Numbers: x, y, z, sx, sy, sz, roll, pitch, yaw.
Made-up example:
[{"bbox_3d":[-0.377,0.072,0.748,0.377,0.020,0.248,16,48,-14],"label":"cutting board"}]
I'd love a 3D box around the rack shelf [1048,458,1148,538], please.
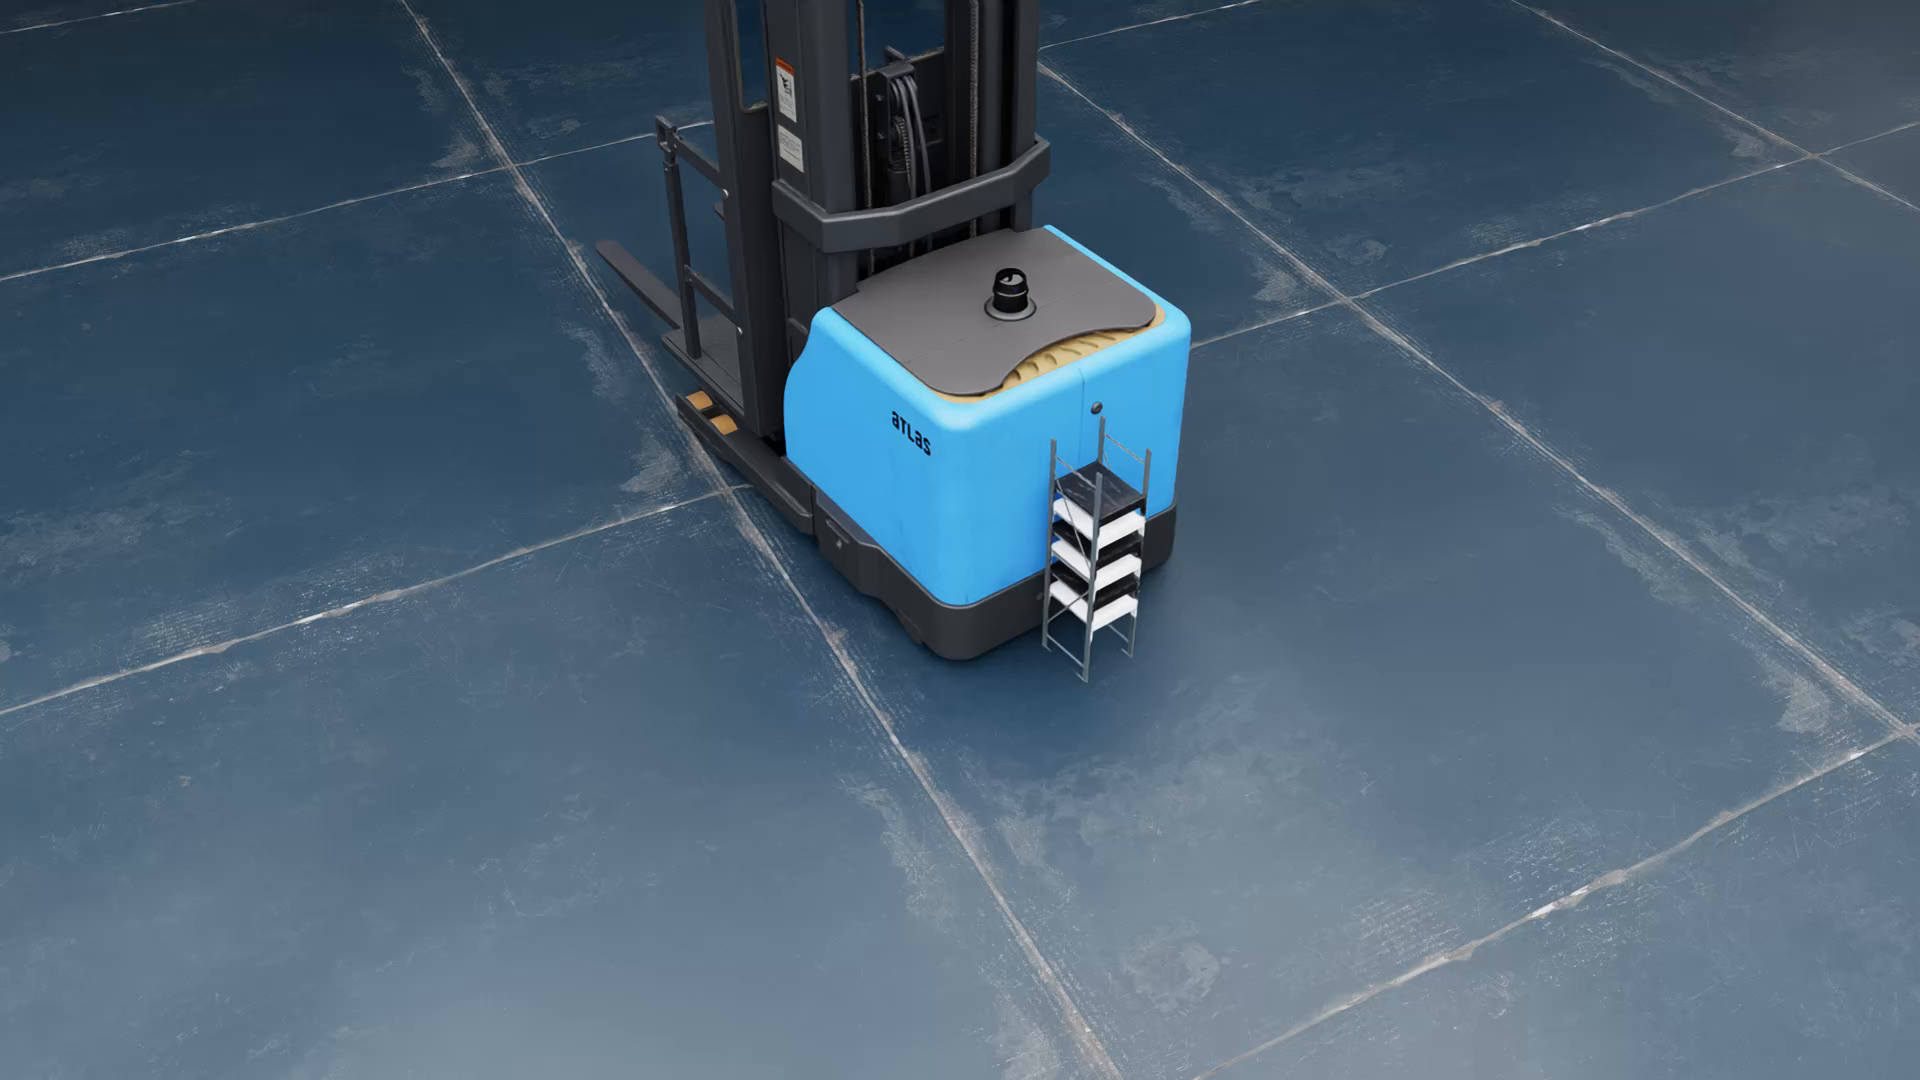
[{"bbox_3d":[0.442,-0.136,5.348,0.200,0.077,0.258,-26,47,-27],"label":"rack shelf"}]

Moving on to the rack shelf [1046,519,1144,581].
[{"bbox_3d":[0.442,0.001,5.465,0.200,0.077,0.258,-26,47,-27],"label":"rack shelf"}]

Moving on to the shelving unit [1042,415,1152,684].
[{"bbox_3d":[0.442,0.044,5.501,0.210,0.900,0.258,-26,47,-27],"label":"shelving unit"}]

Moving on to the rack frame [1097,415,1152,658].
[{"bbox_3d":[0.524,0.005,5.548,0.006,0.900,0.240,-26,47,-27],"label":"rack frame"}]

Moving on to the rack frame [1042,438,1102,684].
[{"bbox_3d":[0.361,0.084,5.454,0.006,0.900,0.240,-26,47,-27],"label":"rack frame"}]

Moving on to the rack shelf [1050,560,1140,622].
[{"bbox_3d":[0.442,0.138,5.581,0.200,0.077,0.258,-26,47,-27],"label":"rack shelf"}]

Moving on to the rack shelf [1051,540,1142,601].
[{"bbox_3d":[0.442,0.070,5.523,0.200,0.077,0.258,-26,47,-27],"label":"rack shelf"}]

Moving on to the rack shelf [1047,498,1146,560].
[{"bbox_3d":[0.442,-0.068,5.406,0.200,0.077,0.258,-26,47,-27],"label":"rack shelf"}]

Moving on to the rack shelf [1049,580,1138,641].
[{"bbox_3d":[0.442,0.207,5.639,0.200,0.077,0.258,-26,47,-27],"label":"rack shelf"}]

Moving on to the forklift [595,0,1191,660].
[{"bbox_3d":[-0.489,-1.618,5.893,1.130,2.935,3.031,-25,46,-27],"label":"forklift"}]
